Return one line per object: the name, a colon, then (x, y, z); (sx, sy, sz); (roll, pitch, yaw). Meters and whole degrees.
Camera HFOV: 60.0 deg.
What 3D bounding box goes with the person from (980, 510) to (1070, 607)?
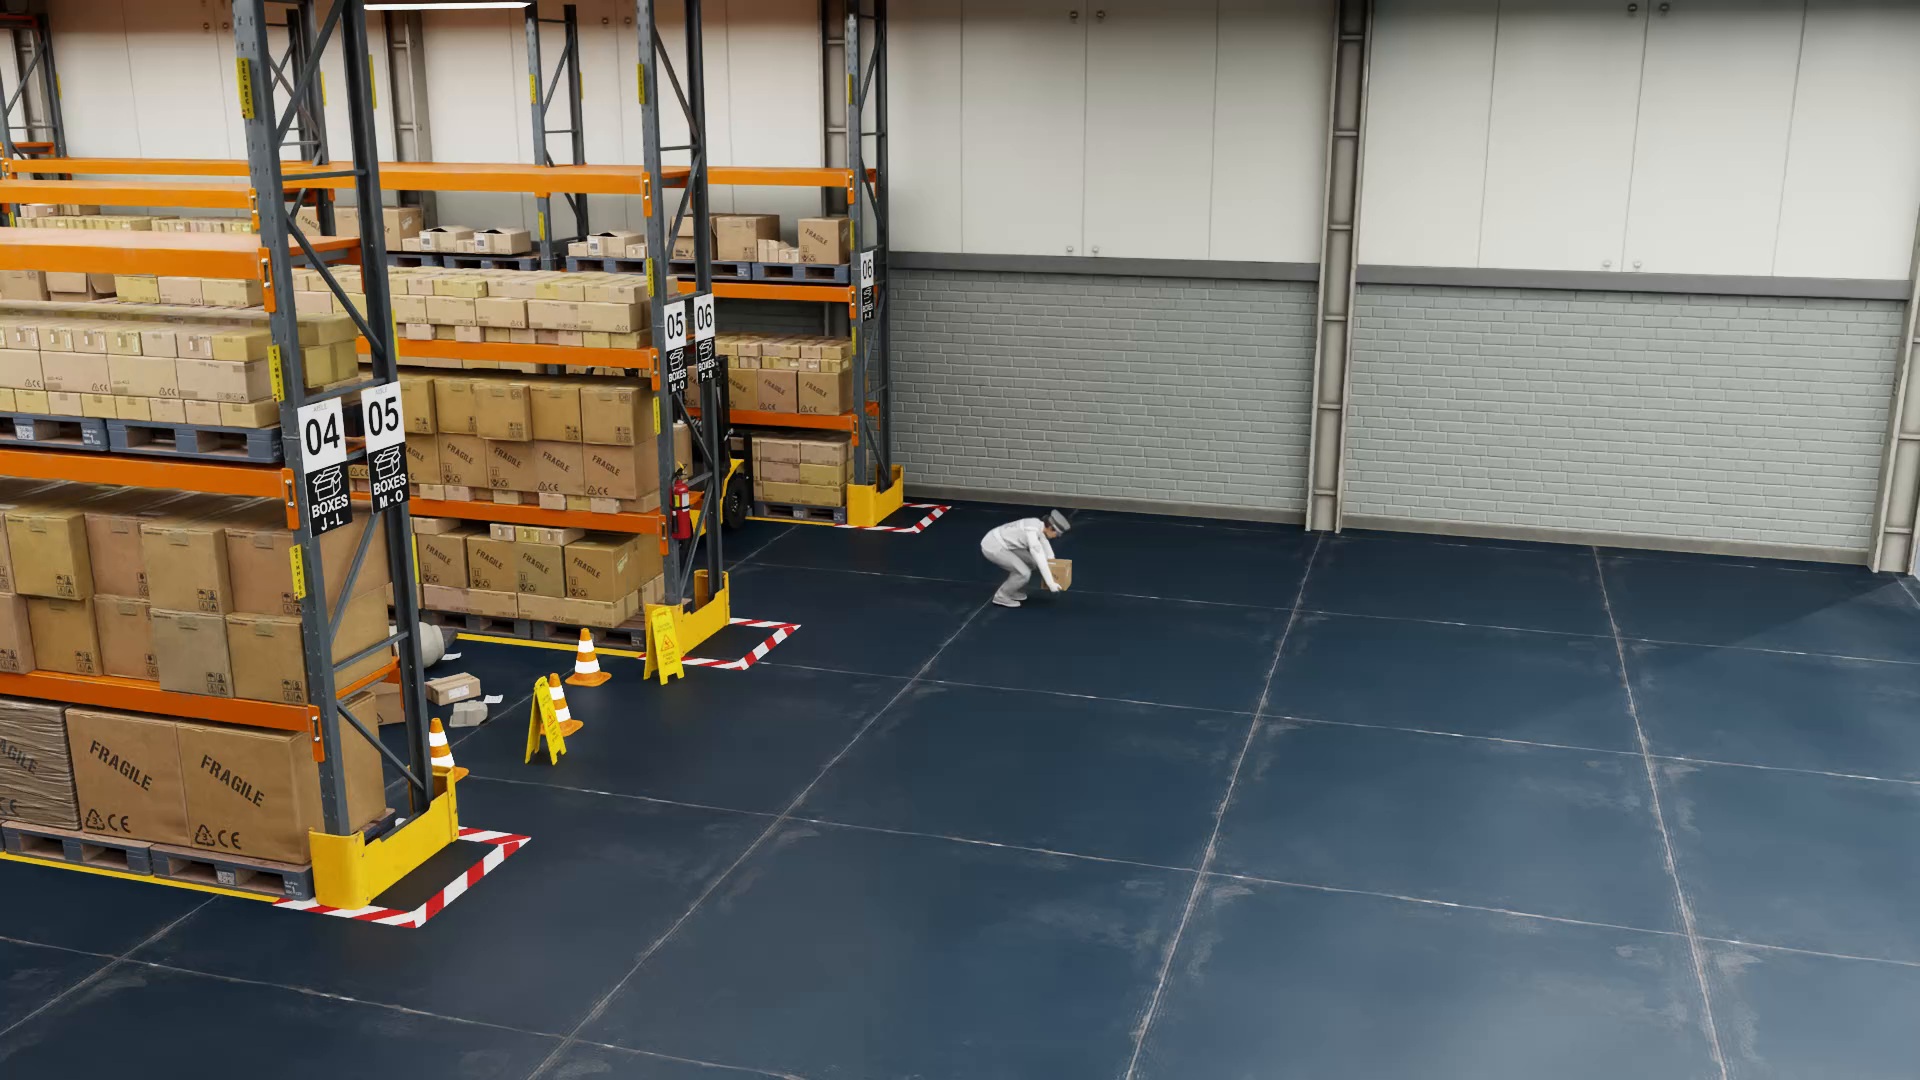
person: (0.658, 0.165, 16.672); (0.892, 0.978, 0.424); (4, 16, 14)
